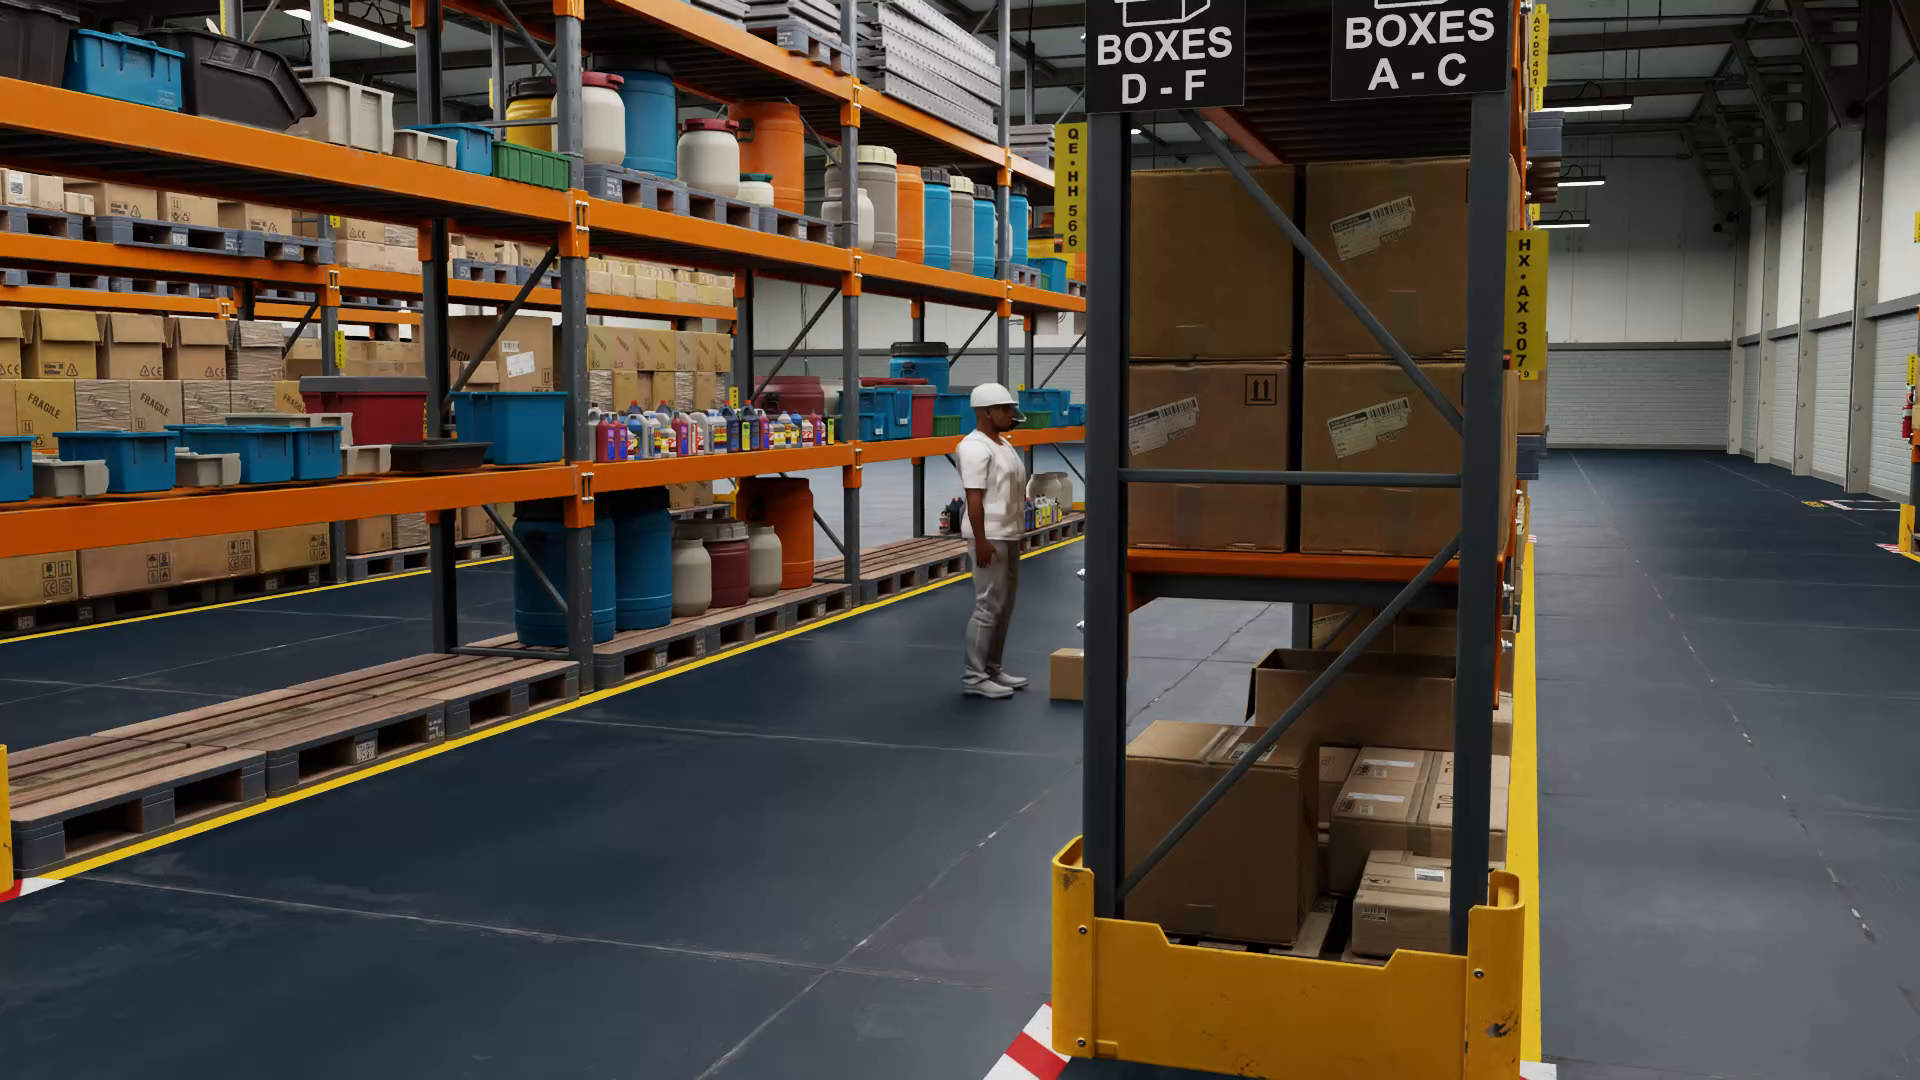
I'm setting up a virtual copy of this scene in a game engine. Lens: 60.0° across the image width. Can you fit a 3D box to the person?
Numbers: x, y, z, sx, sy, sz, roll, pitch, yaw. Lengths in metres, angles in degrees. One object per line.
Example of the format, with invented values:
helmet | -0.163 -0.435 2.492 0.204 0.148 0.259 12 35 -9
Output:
person | 0.193 -0.009 9.486 0.353 1.761 0.563 2 5 20
